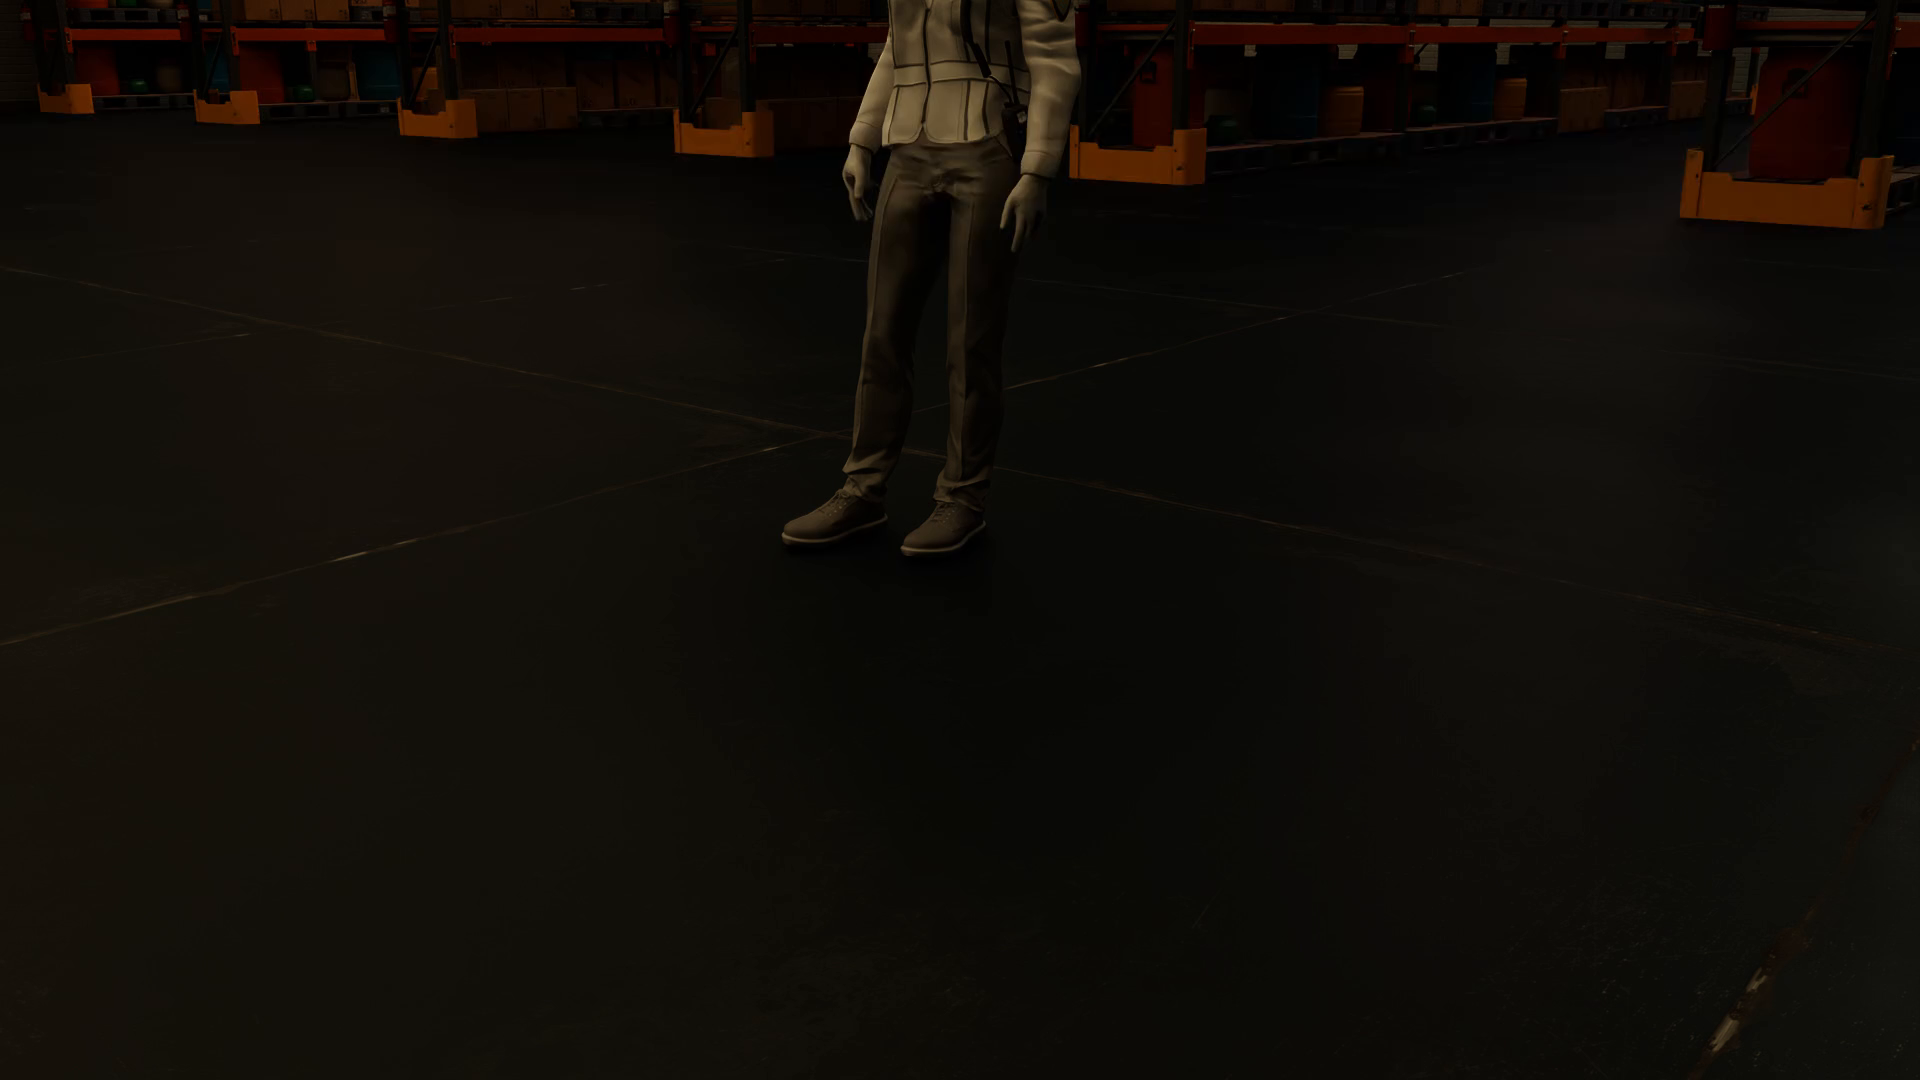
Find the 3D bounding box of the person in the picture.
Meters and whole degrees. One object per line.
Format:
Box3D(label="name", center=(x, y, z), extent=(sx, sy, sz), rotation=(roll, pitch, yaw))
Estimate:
Box3D(label="person", center=(-0.048, -0.803, 3.647), extent=(0.587, 1.695, 0.531), rotation=(13, 21, 37))
